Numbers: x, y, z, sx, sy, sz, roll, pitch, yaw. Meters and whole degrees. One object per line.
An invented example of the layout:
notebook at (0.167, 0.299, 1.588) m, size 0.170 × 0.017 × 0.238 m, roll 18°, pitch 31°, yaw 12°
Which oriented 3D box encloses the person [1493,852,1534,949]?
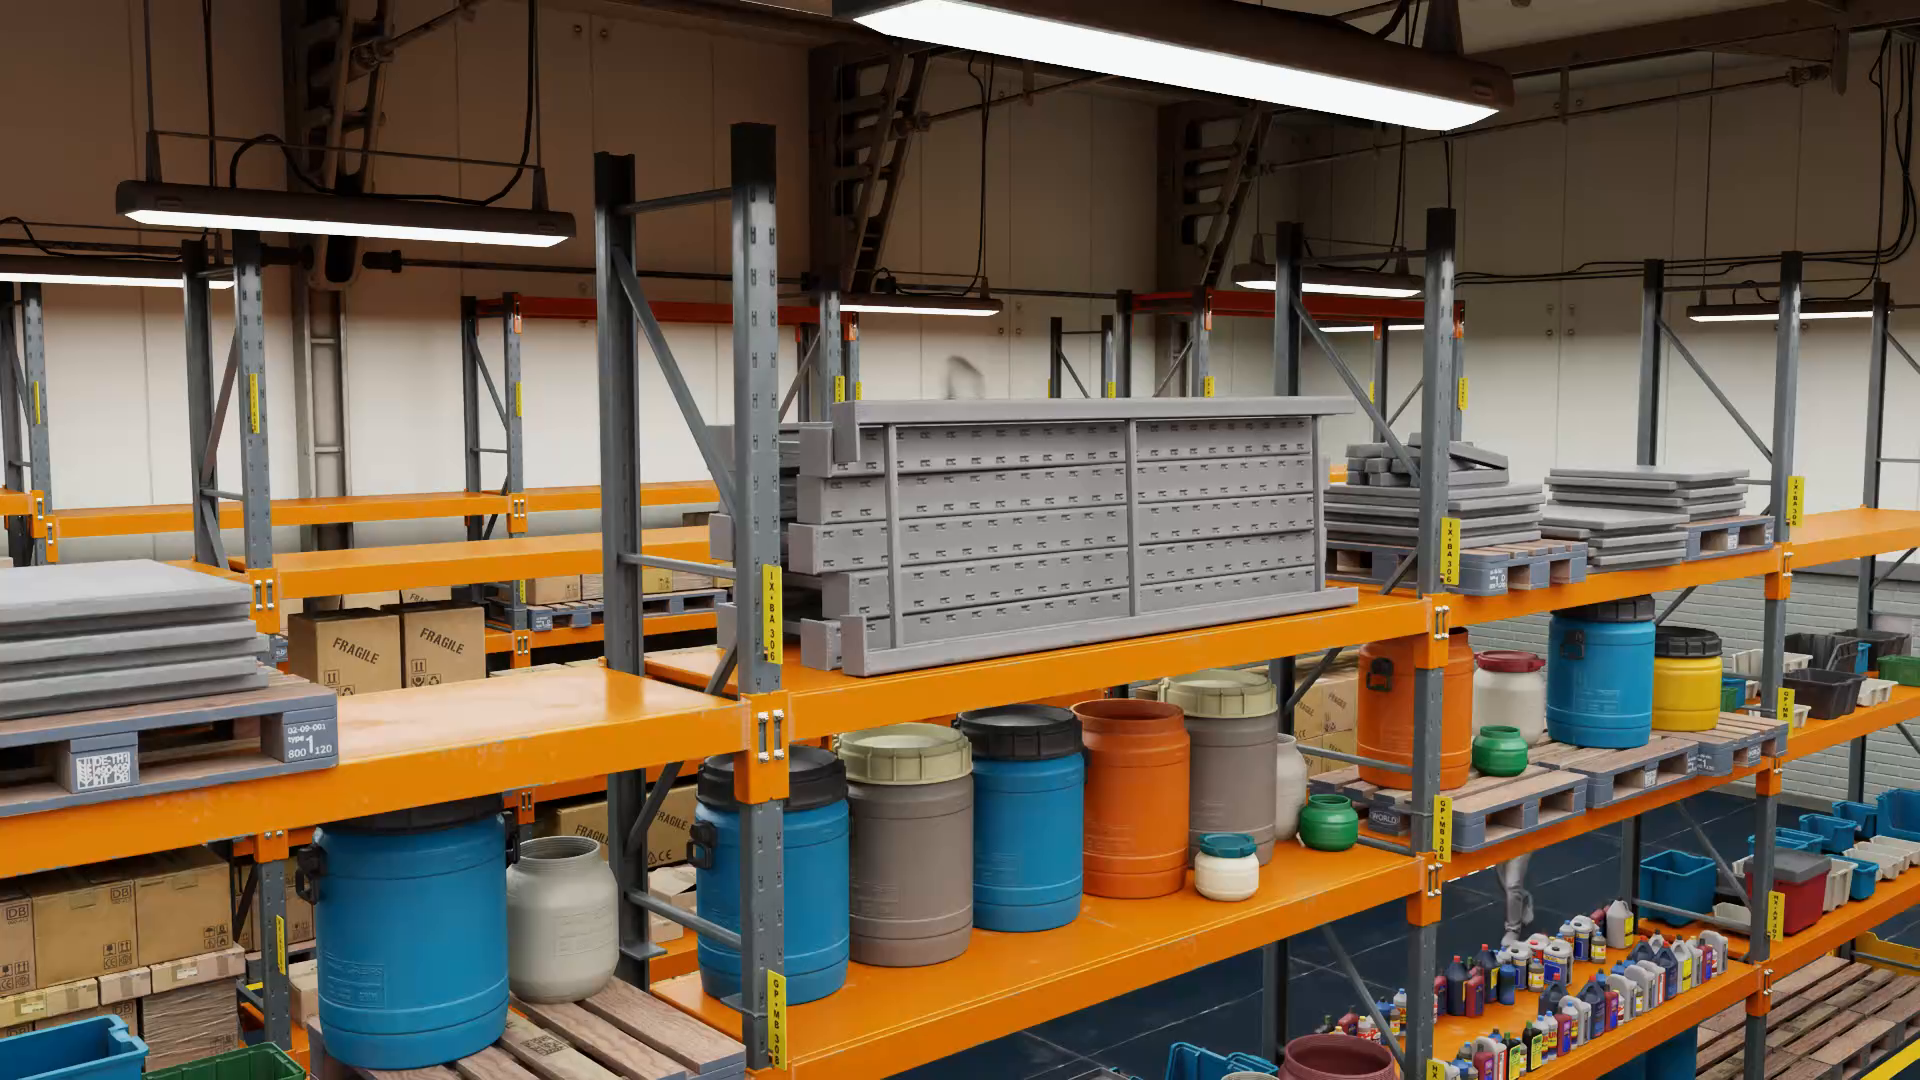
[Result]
person at (5.104, 2.829, 15.586) m, size 0.690 × 1.752 × 0.899 m, roll 4°, pitch 7°, yaw 36°
